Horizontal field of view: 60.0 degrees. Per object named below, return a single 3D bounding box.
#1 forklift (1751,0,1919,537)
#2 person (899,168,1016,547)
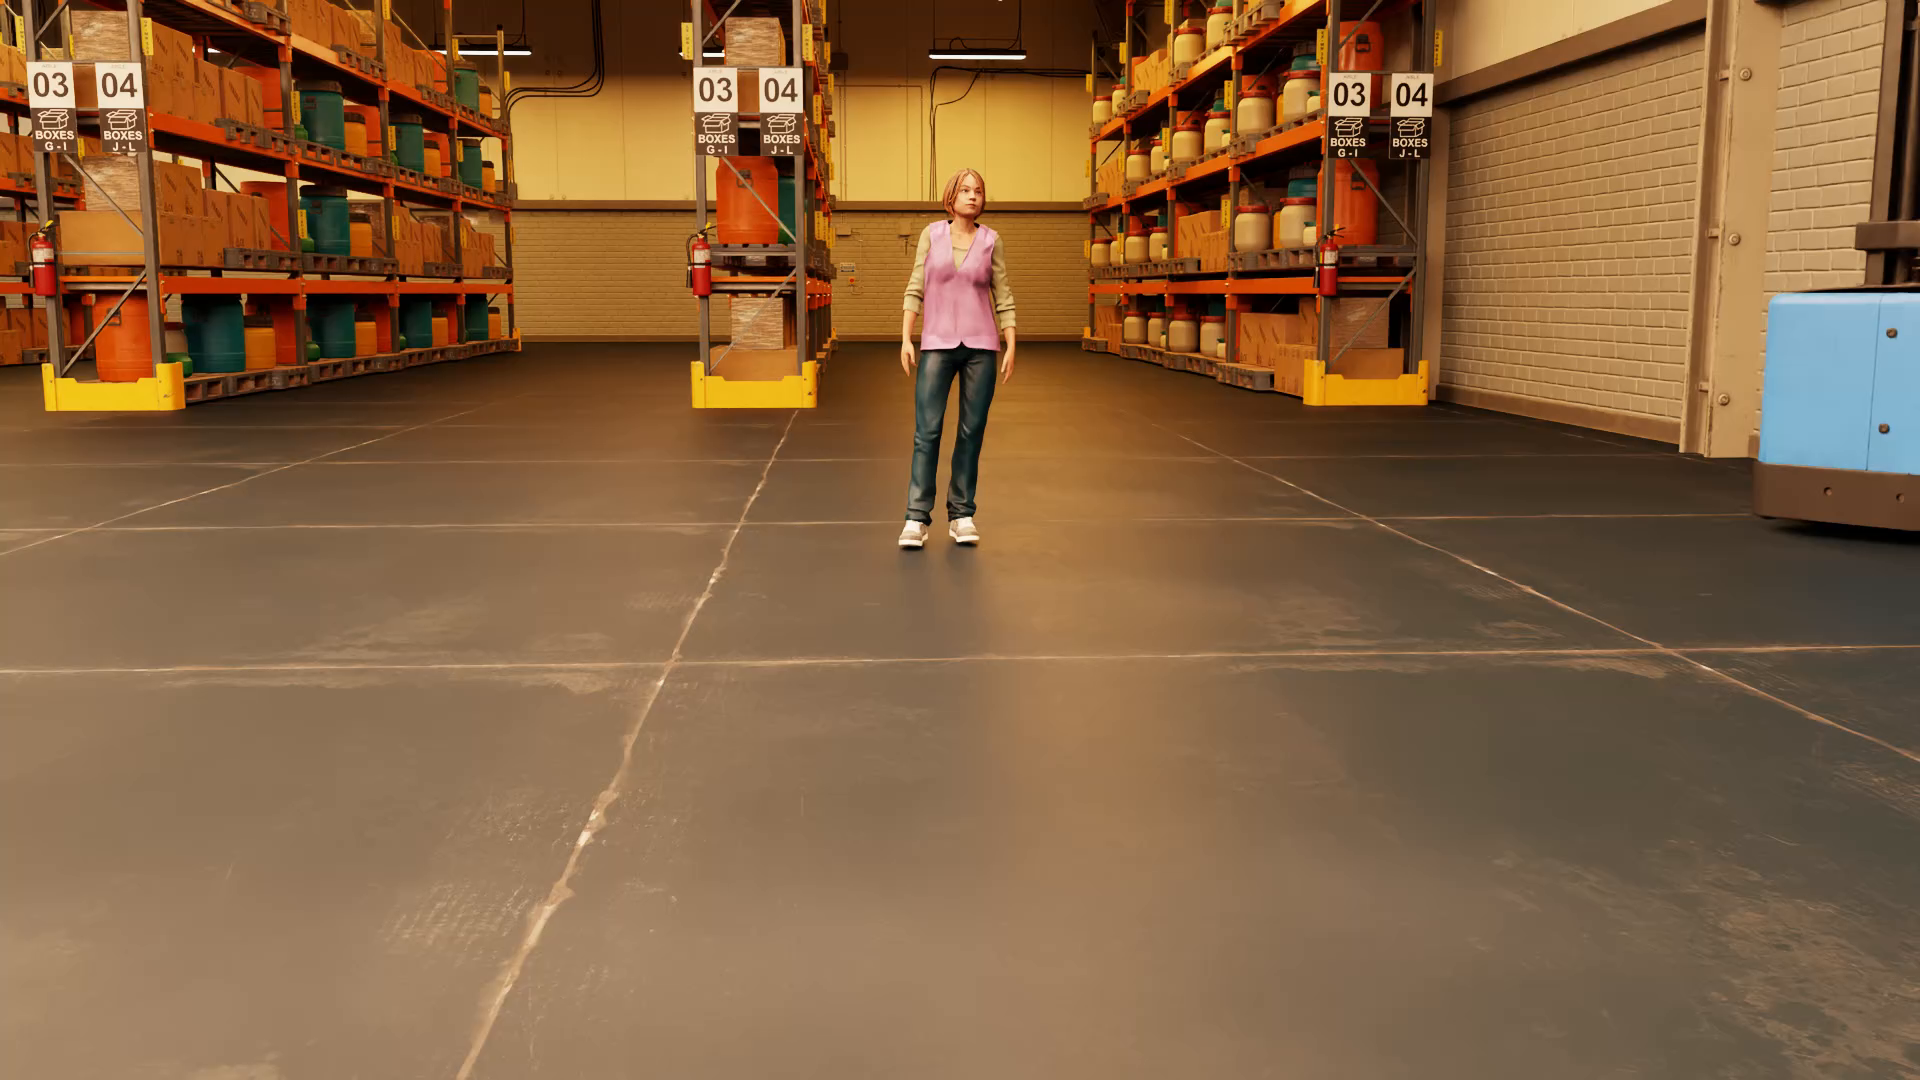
[{"bbox_3d":[5.102,-1.578,7.958,3.031,2.935,1.130,-7,11,-38],"label":"forklift"},{"bbox_3d":[-0.010,-0.775,7.120,0.520,1.574,0.476,-1,8,-4],"label":"person"}]
